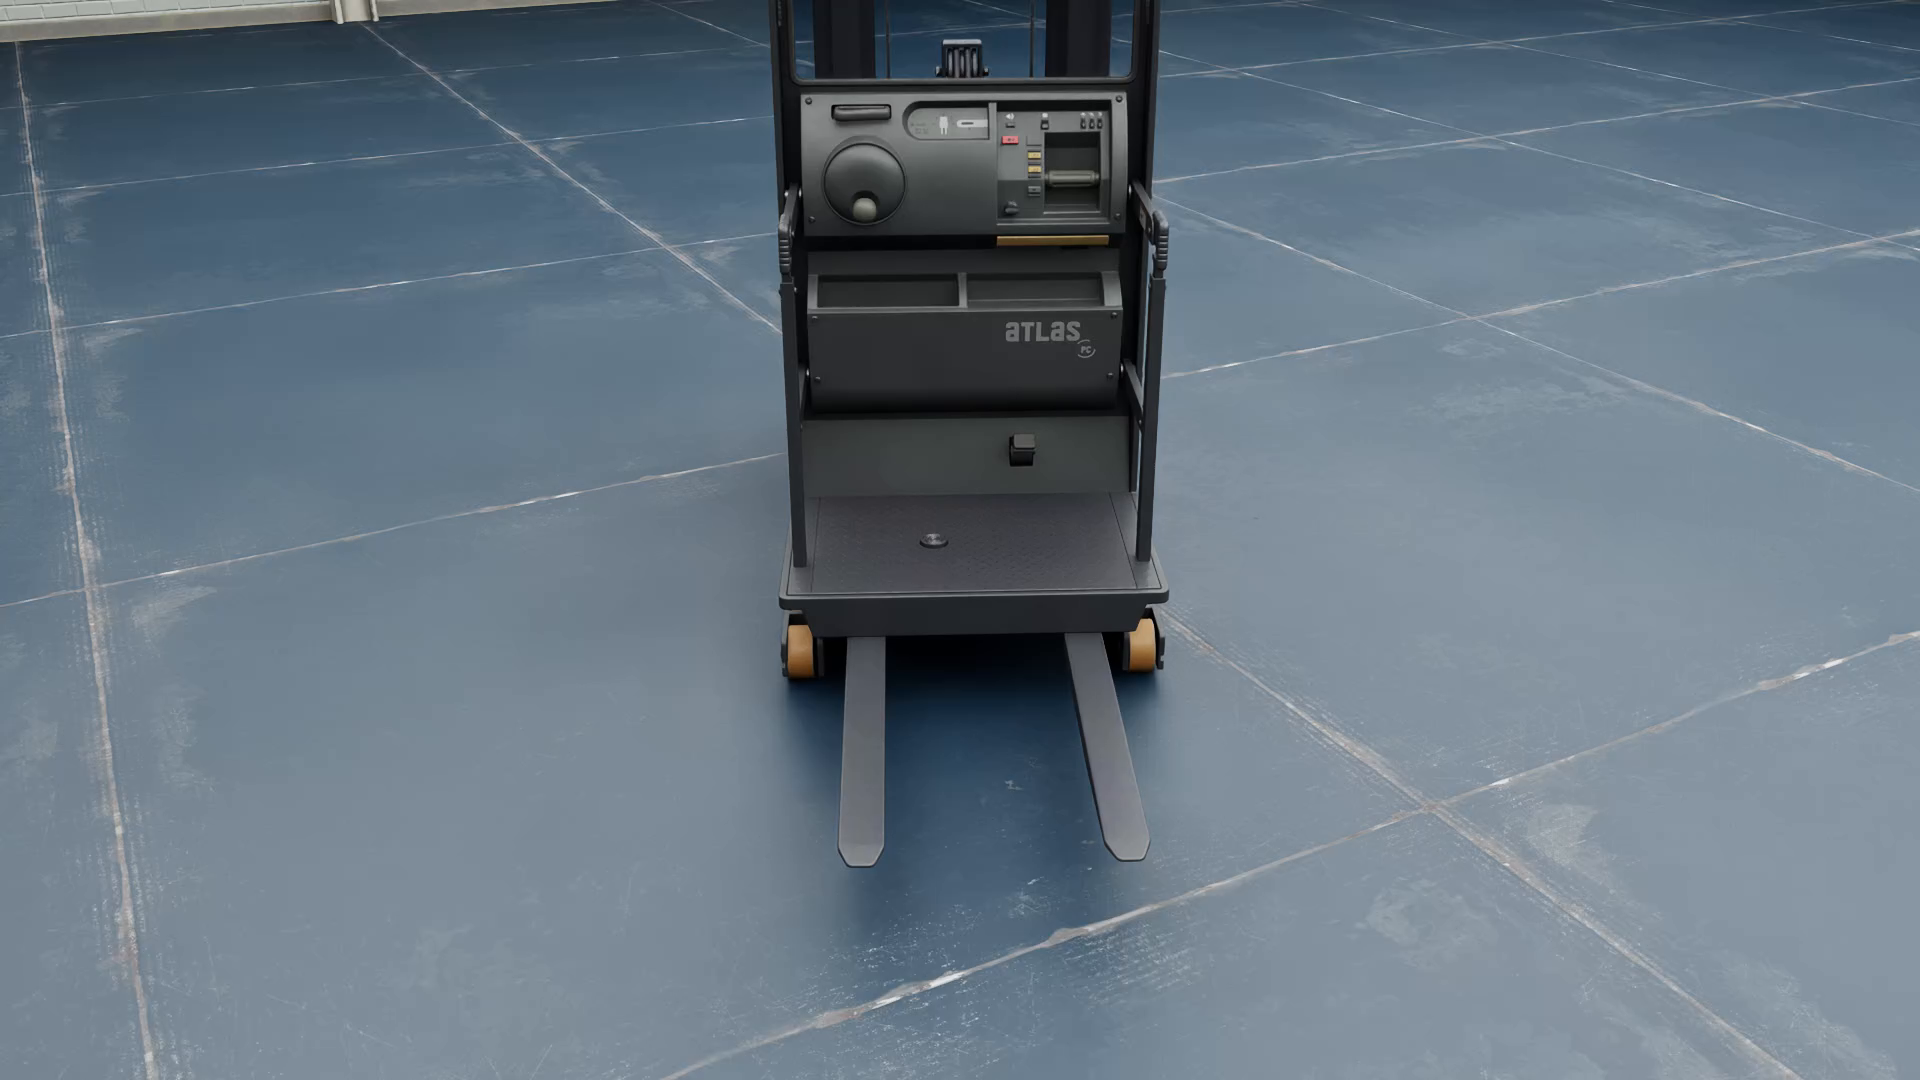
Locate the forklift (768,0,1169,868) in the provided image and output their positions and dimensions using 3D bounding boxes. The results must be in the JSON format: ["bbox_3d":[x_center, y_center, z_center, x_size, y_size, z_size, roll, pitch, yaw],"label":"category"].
[{"bbox_3d":[0.024,-1.052,4.554,1.130,2.935,3.031,-1,26,-2],"label":"forklift"}]

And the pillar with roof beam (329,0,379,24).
[{"bbox_3d":[-3.966,-7.568,11.115,0.400,9.000,9.100,-13,29,-25],"label":"pillar with roof beam"}]
